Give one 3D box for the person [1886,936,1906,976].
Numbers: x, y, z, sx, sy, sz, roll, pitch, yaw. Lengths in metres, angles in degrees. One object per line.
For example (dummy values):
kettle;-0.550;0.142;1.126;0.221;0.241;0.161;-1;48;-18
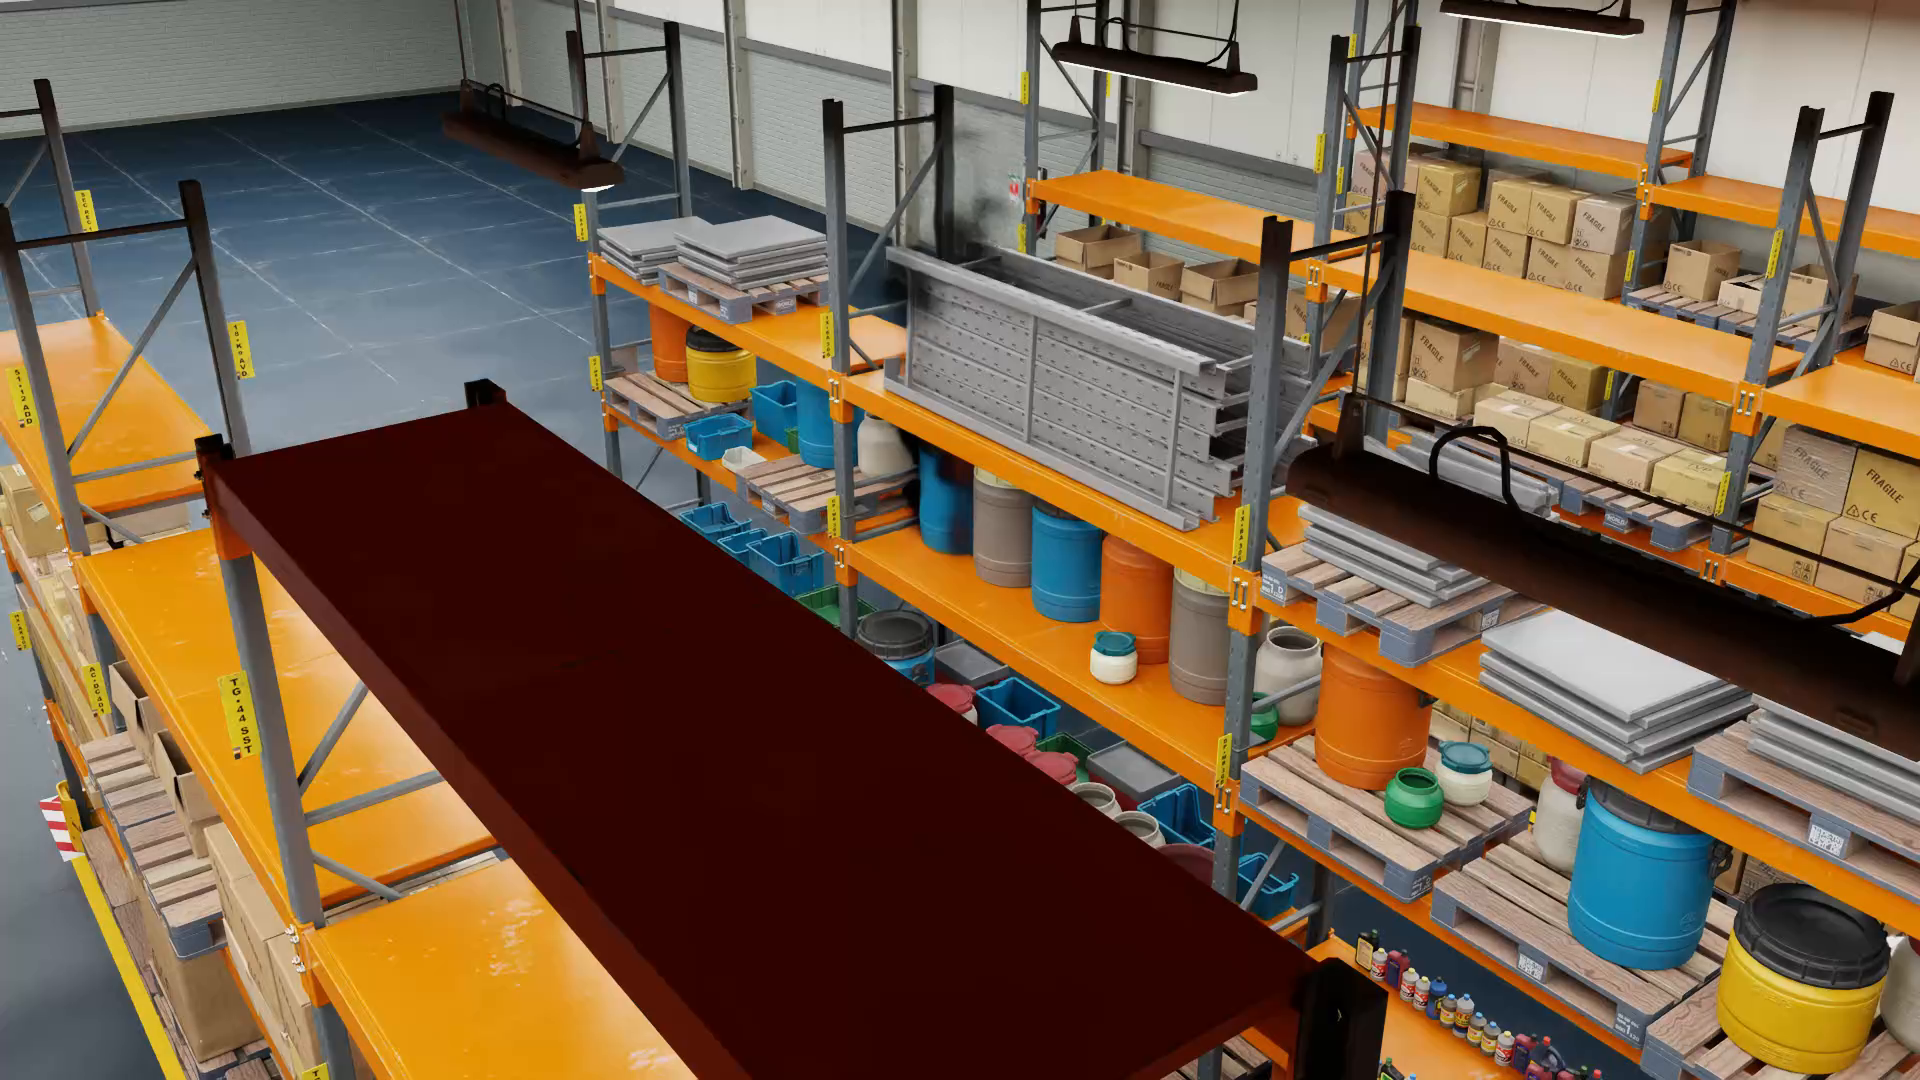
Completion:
person;5.507;3.137;10.108;0.637;1.817;0.711;-22;33;-39
